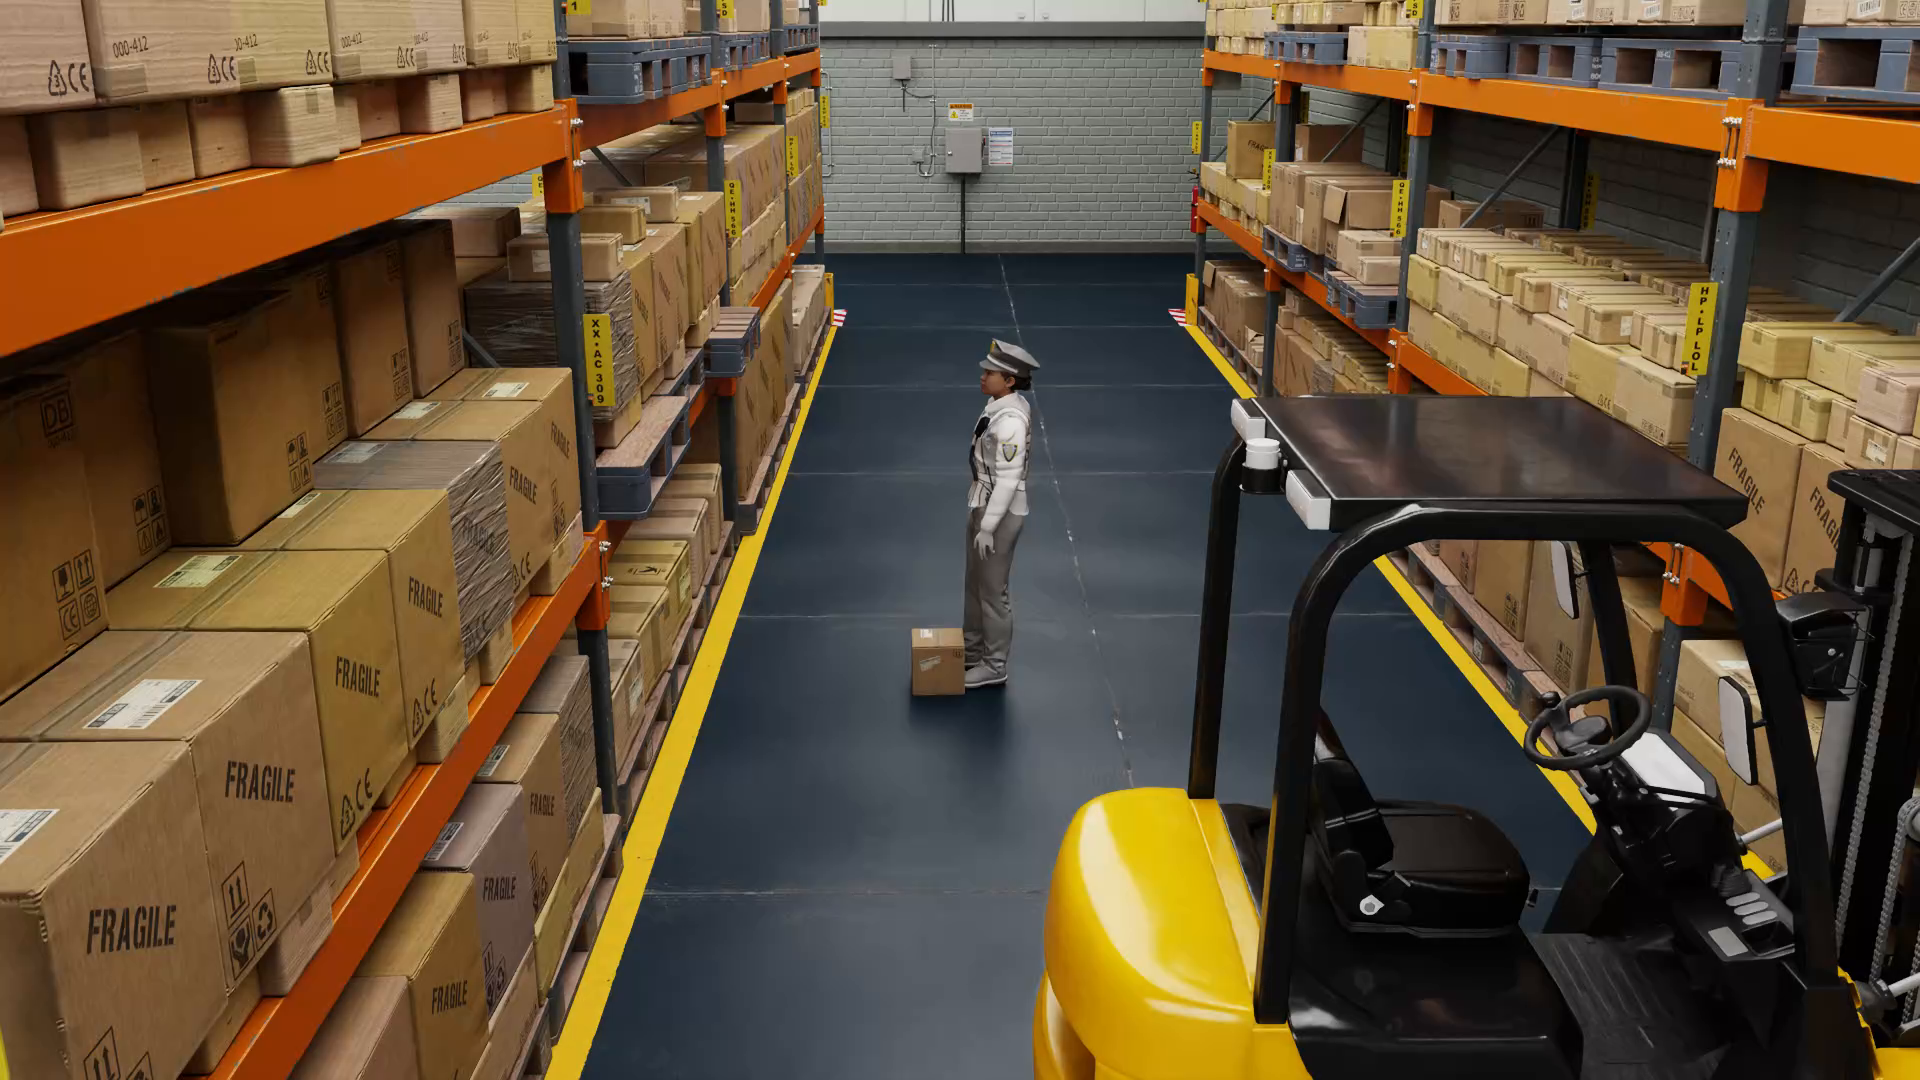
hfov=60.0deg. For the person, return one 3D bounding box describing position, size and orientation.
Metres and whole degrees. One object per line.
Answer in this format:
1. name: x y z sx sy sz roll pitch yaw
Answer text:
1. person: 0.098 -0.119 7.844 0.530 1.695 0.588 0 17 -1
